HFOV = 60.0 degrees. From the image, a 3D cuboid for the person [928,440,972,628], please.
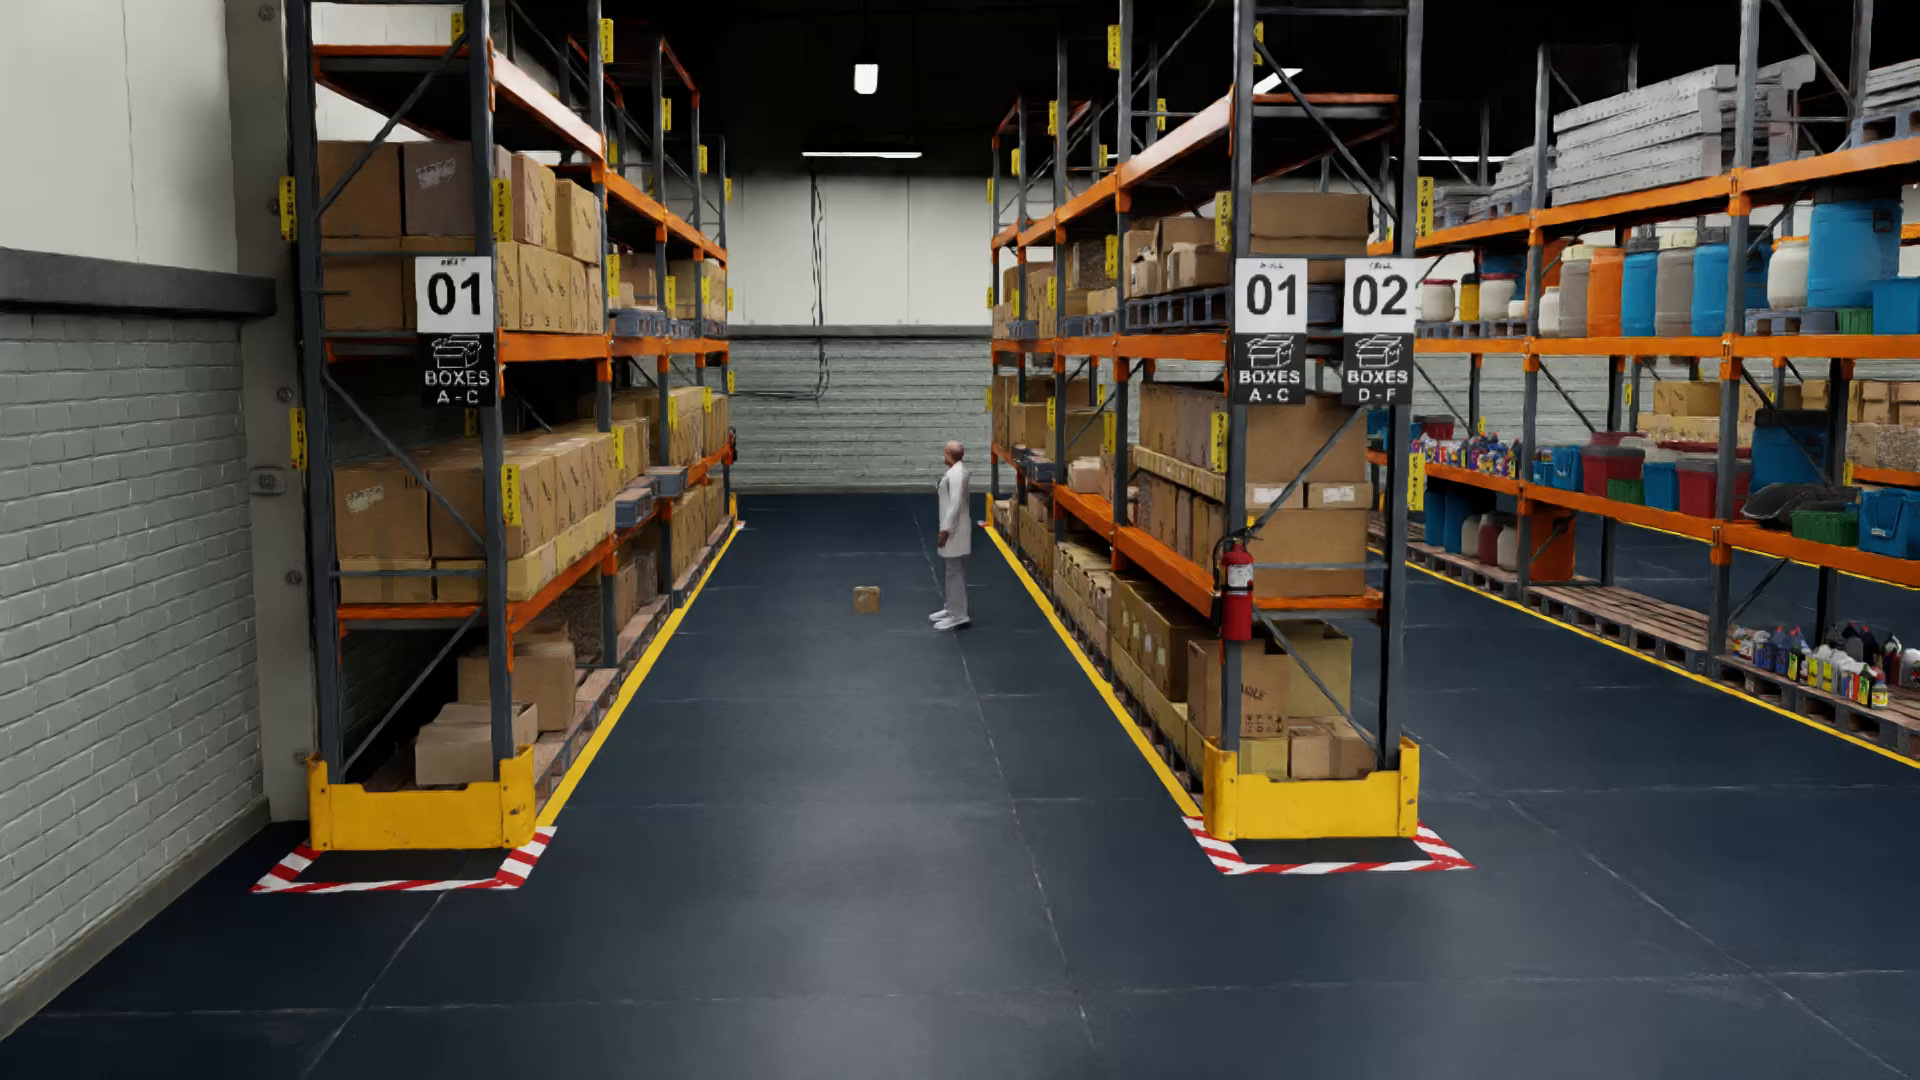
[{"bbox_3d":[-0.101,-0.063,16.295,0.435,1.830,0.634,1,7,7],"label":"person"}]
